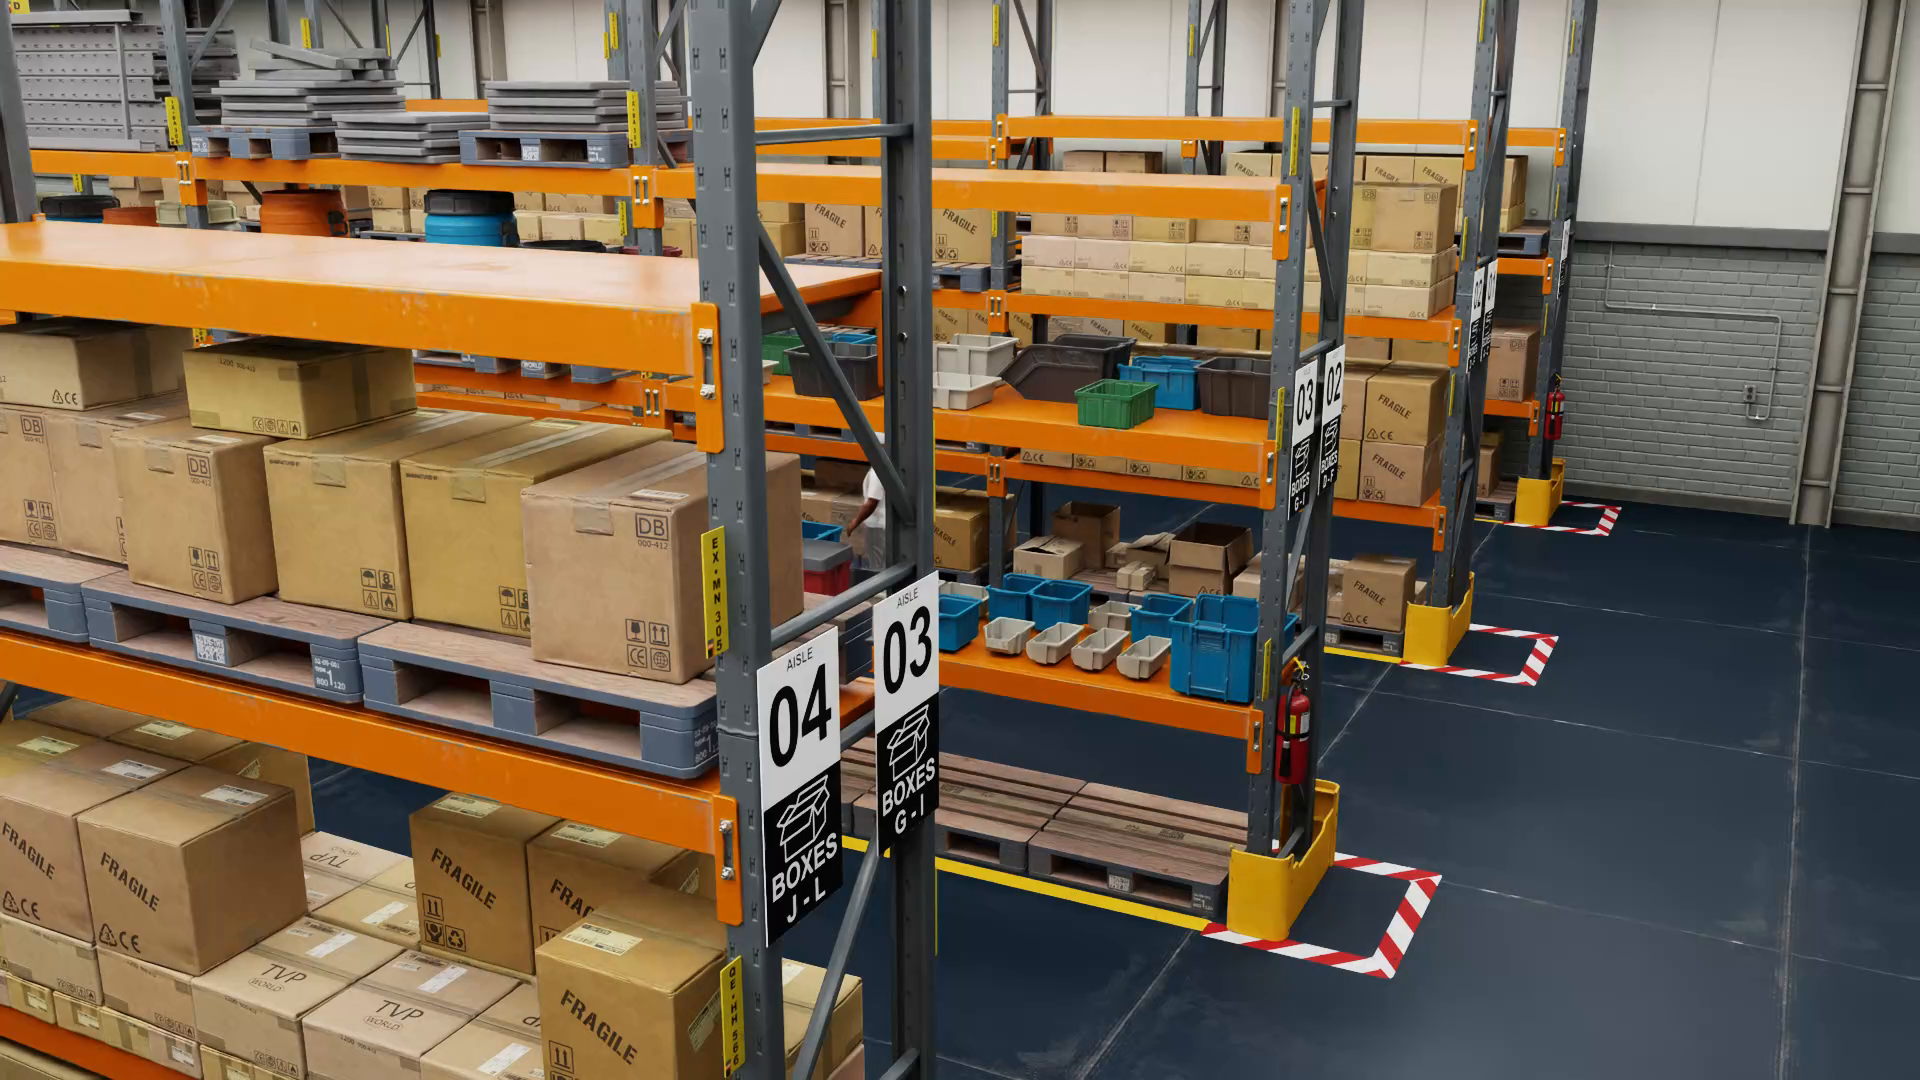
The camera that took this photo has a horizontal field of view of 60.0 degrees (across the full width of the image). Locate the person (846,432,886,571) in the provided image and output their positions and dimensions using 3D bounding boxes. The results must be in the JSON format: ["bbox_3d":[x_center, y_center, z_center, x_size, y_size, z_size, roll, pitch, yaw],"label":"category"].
[{"bbox_3d":[-0.697,-0.112,14.523,0.488,1.848,0.661,7,17,22],"label":"person"}]
